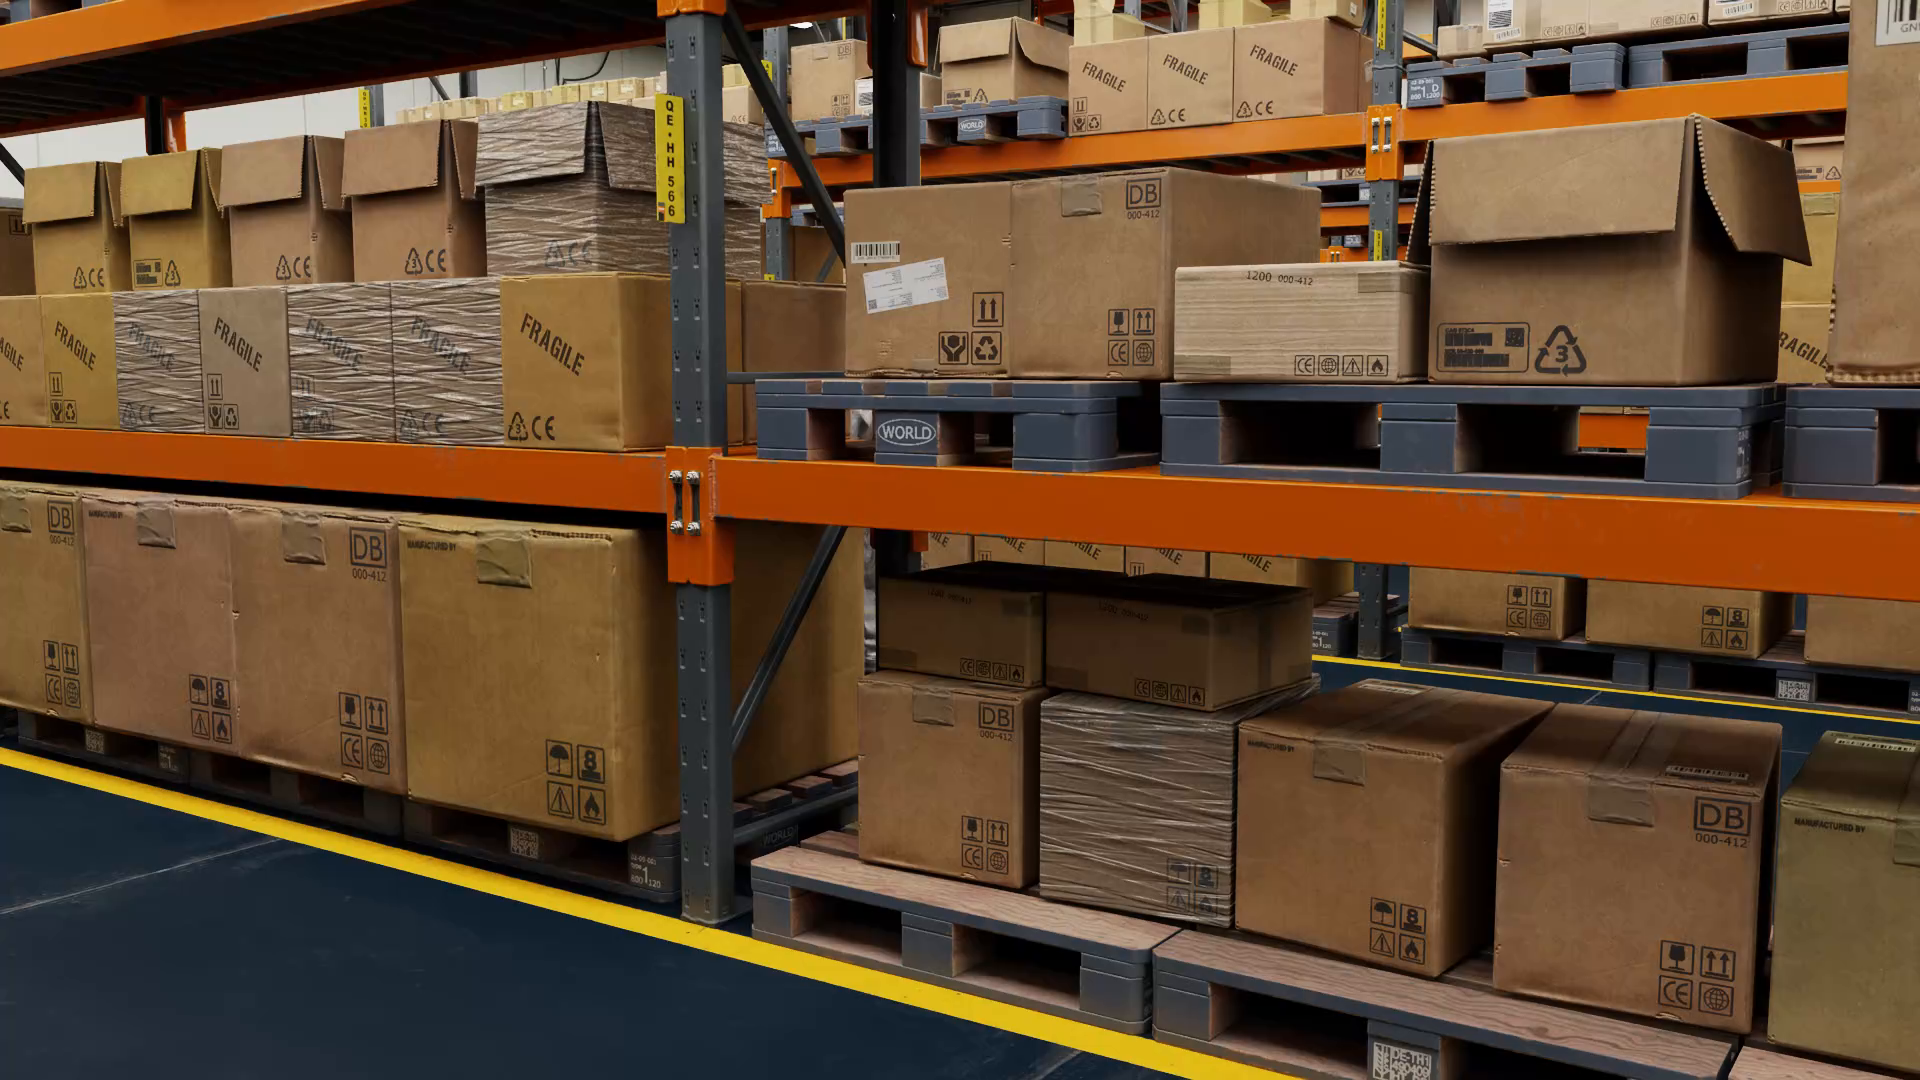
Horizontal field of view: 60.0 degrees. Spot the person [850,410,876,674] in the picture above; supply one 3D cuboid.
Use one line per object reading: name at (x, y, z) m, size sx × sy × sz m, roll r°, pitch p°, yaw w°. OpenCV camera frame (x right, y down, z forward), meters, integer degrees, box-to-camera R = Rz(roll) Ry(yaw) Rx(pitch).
person at (-0.452, -0.142, 8.353) m, size 0.629 × 1.602 × 0.601 m, roll 4°, pitch 8°, yaw 34°
